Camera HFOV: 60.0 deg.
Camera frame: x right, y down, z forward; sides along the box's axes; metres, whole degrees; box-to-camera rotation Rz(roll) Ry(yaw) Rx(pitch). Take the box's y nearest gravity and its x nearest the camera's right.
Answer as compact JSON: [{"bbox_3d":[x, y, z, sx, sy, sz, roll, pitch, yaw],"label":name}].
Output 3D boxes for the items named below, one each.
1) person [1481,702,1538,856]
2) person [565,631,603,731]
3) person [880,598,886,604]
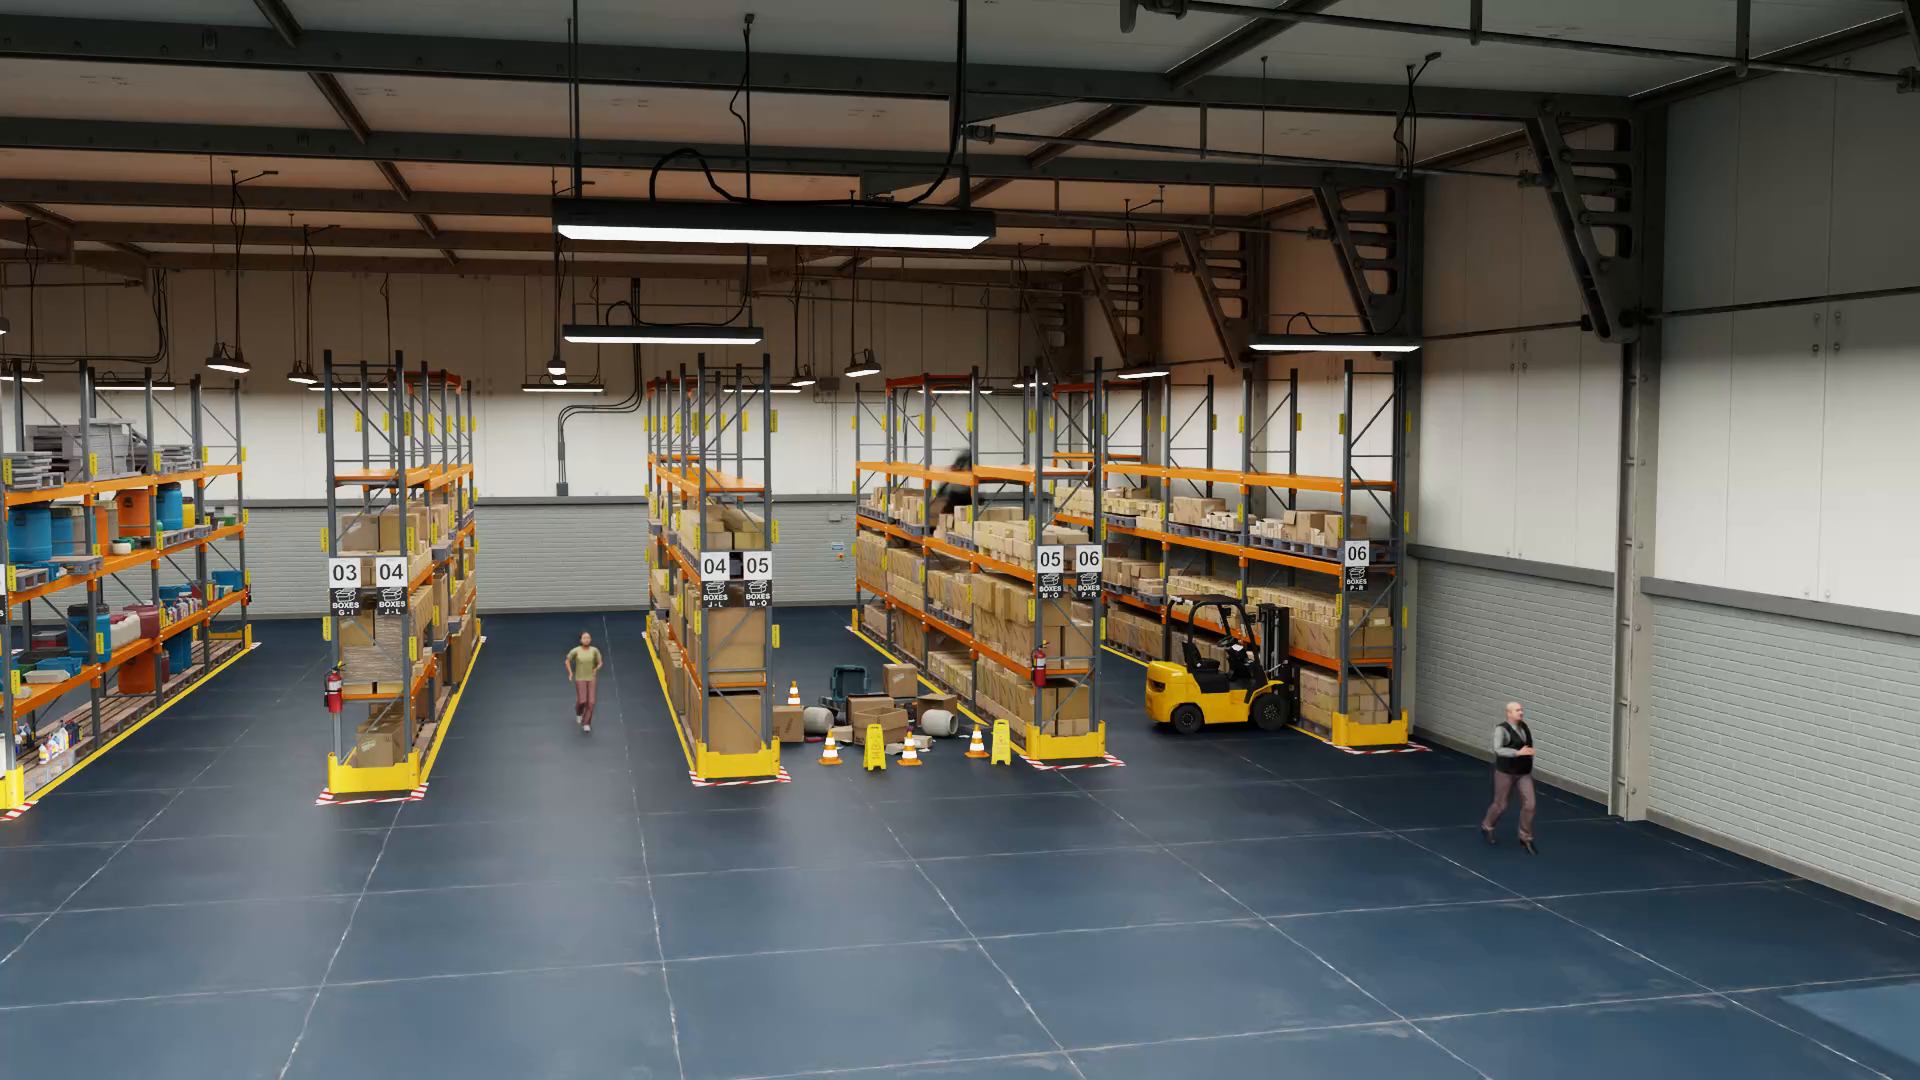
[{"bbox_3d":[6.469,2.783,19.518,0.645,1.795,0.808,-2,4,-22],"label":"person"},{"bbox_3d":[-6.107,2.301,27.139,0.581,1.630,0.540,-2,4,-23],"label":"person"},{"bbox_3d":[-1.836,1.286,41.705,0.837,1.636,0.608,2,4,24],"label":"person"}]
